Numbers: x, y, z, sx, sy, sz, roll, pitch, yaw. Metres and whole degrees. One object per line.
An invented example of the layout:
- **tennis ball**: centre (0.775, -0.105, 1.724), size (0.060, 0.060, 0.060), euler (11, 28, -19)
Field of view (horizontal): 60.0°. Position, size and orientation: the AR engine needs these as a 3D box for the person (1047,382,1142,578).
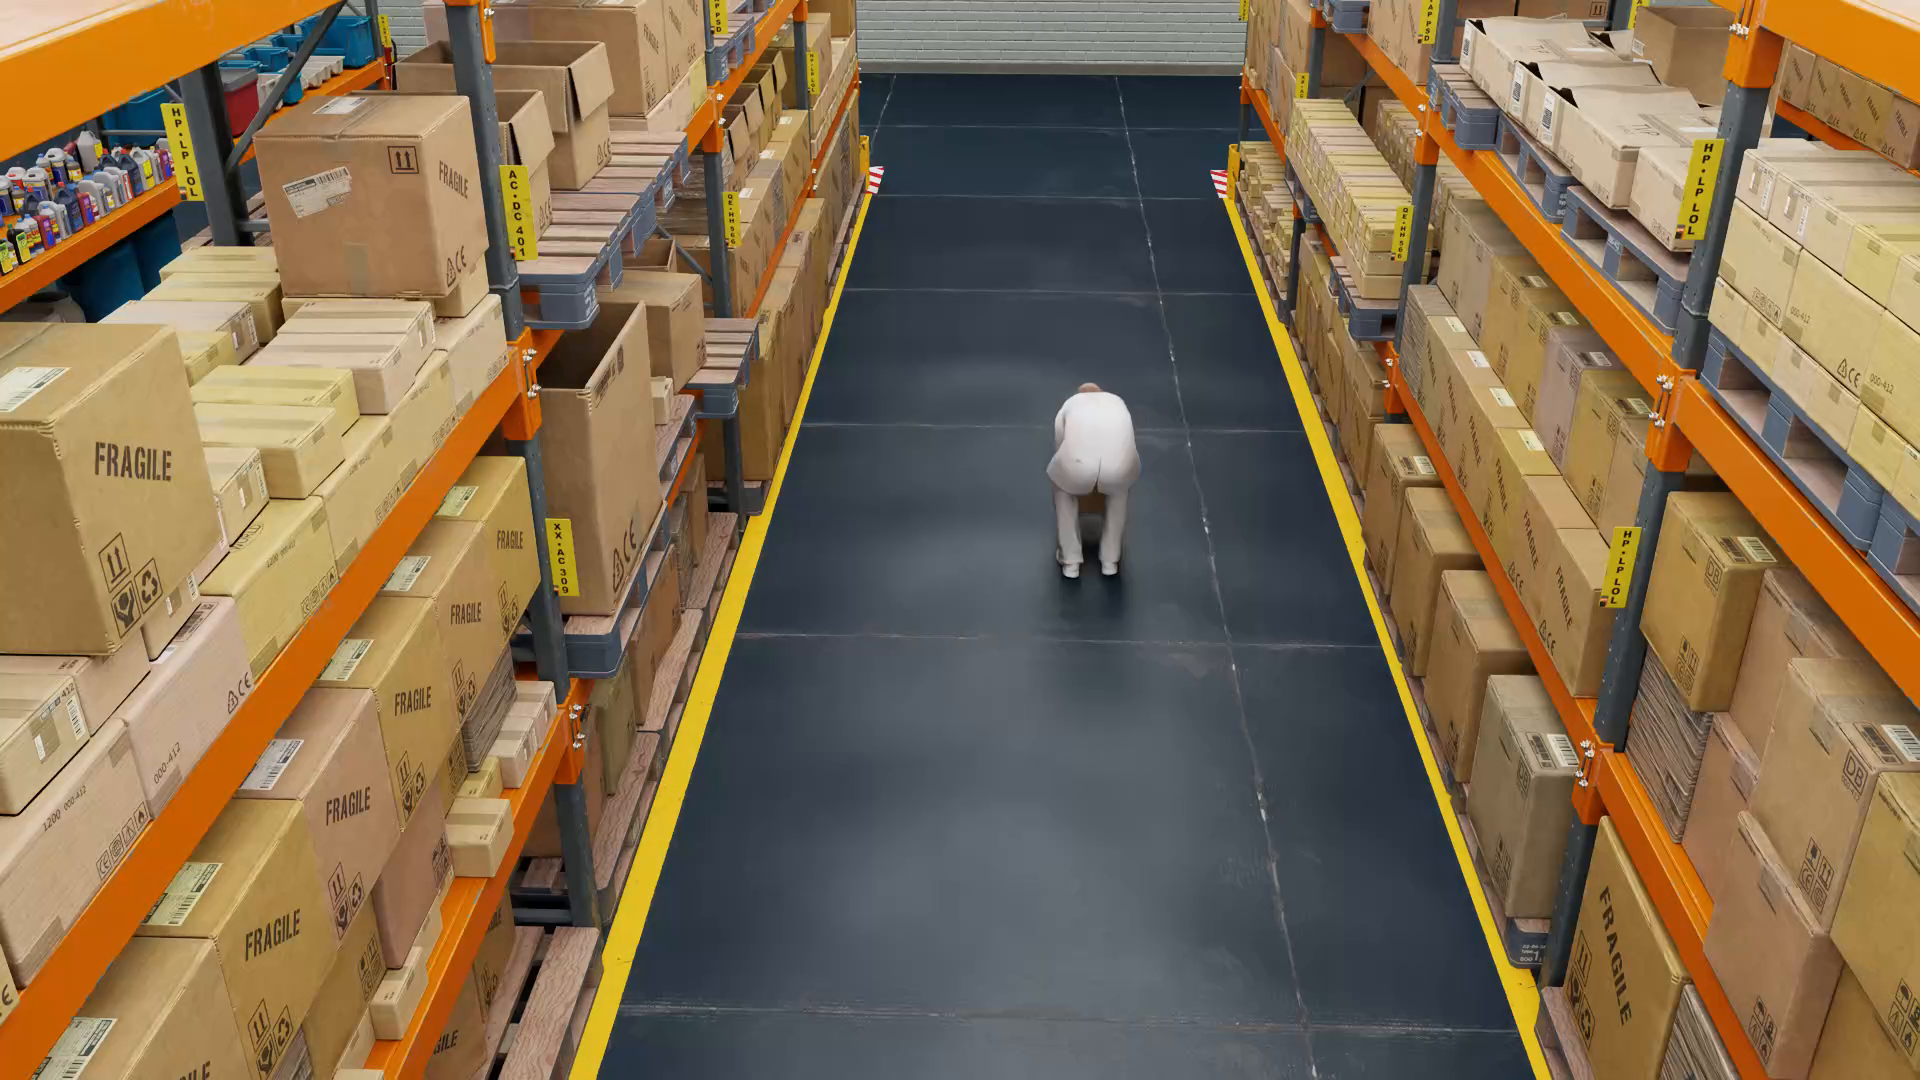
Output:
- **person**: centre (0.804, -0.410, 10.163), size (0.575, 1.090, 0.950), euler (0, 28, 0)
